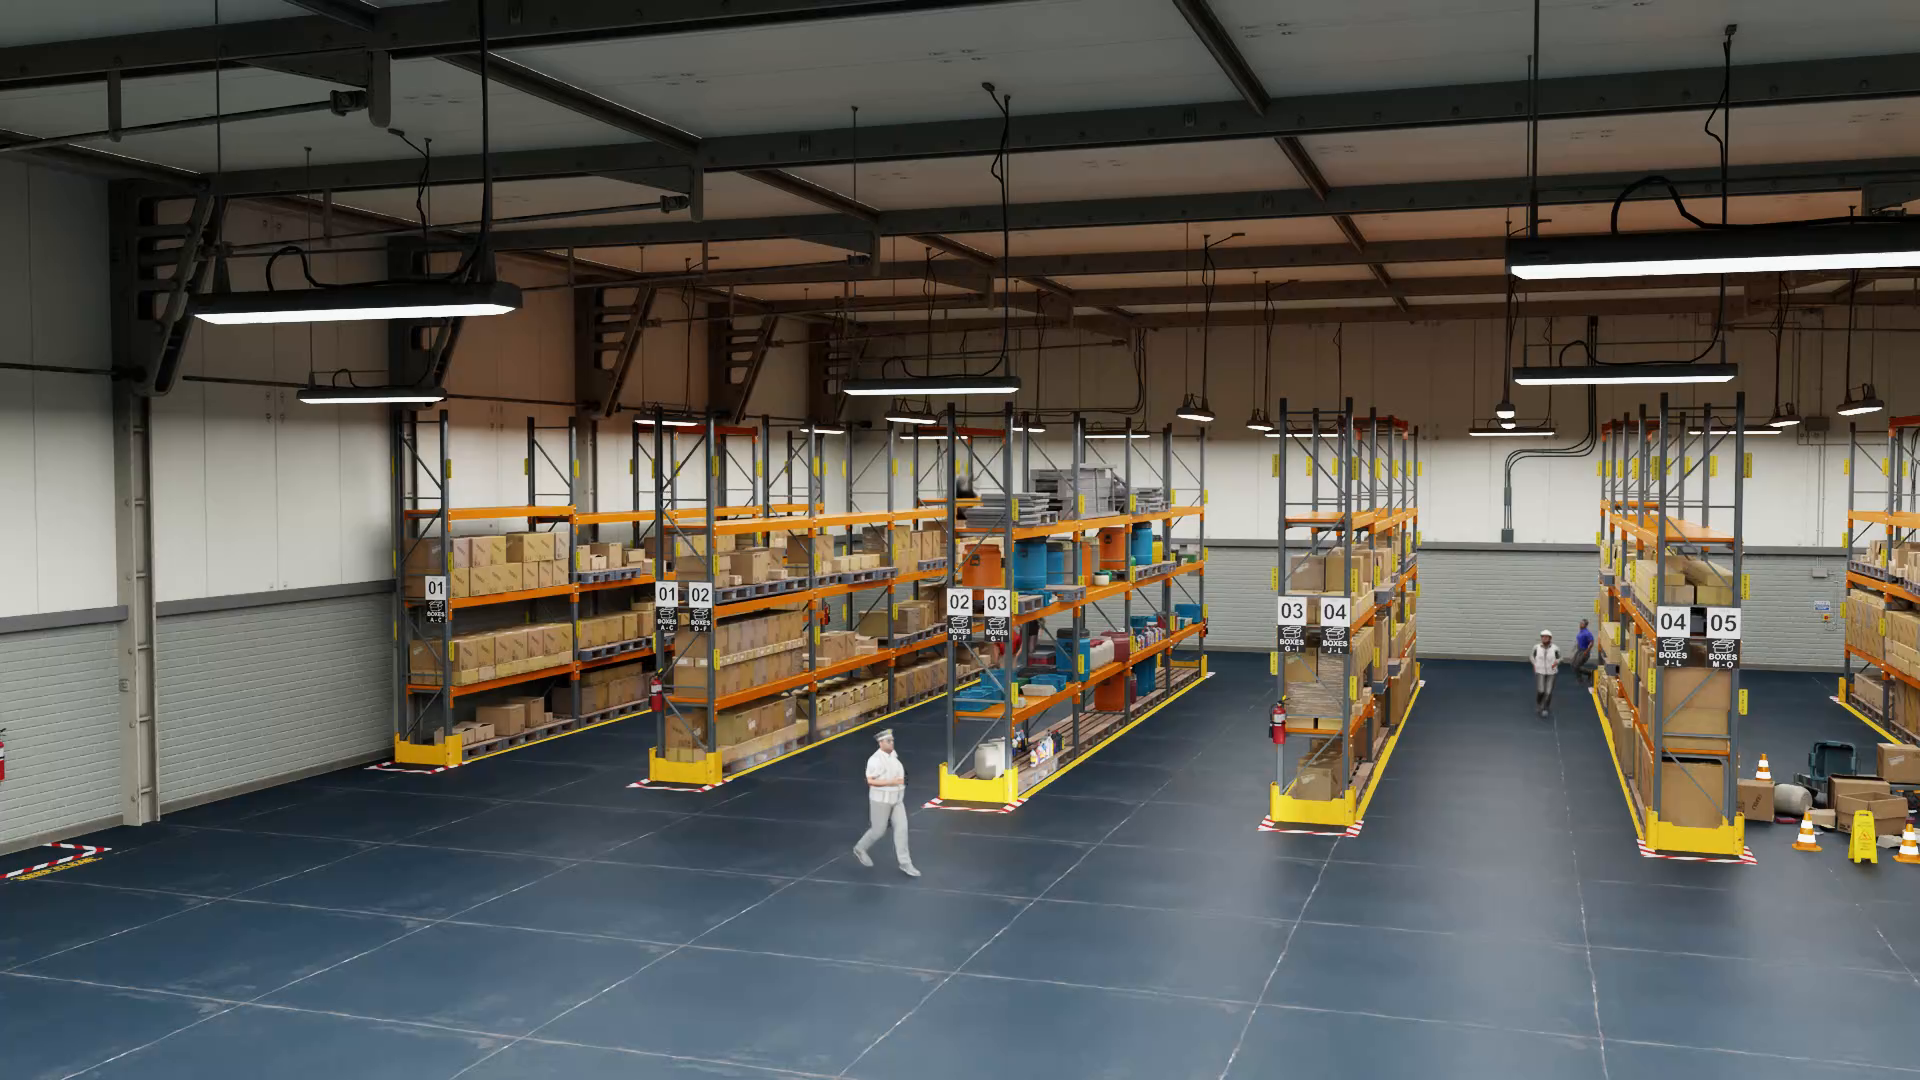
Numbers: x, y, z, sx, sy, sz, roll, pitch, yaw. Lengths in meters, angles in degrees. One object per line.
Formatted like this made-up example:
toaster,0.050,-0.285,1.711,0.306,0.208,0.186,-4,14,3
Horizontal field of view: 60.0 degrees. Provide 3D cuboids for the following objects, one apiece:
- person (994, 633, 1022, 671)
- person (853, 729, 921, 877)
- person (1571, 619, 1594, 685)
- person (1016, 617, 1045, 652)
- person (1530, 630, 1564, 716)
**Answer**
person,1.050,2.594,35.655,0.664,1.686,0.654,0,2,7
person,-0.910,3.213,20.503,0.966,1.793,0.659,2,3,39
person,14.389,2.599,38.268,0.502,1.587,0.664,0,2,0
person,1.584,2.243,38.115,0.629,1.784,0.688,1,3,17
person,11.845,2.690,33.583,0.645,1.740,0.584,1,3,19
